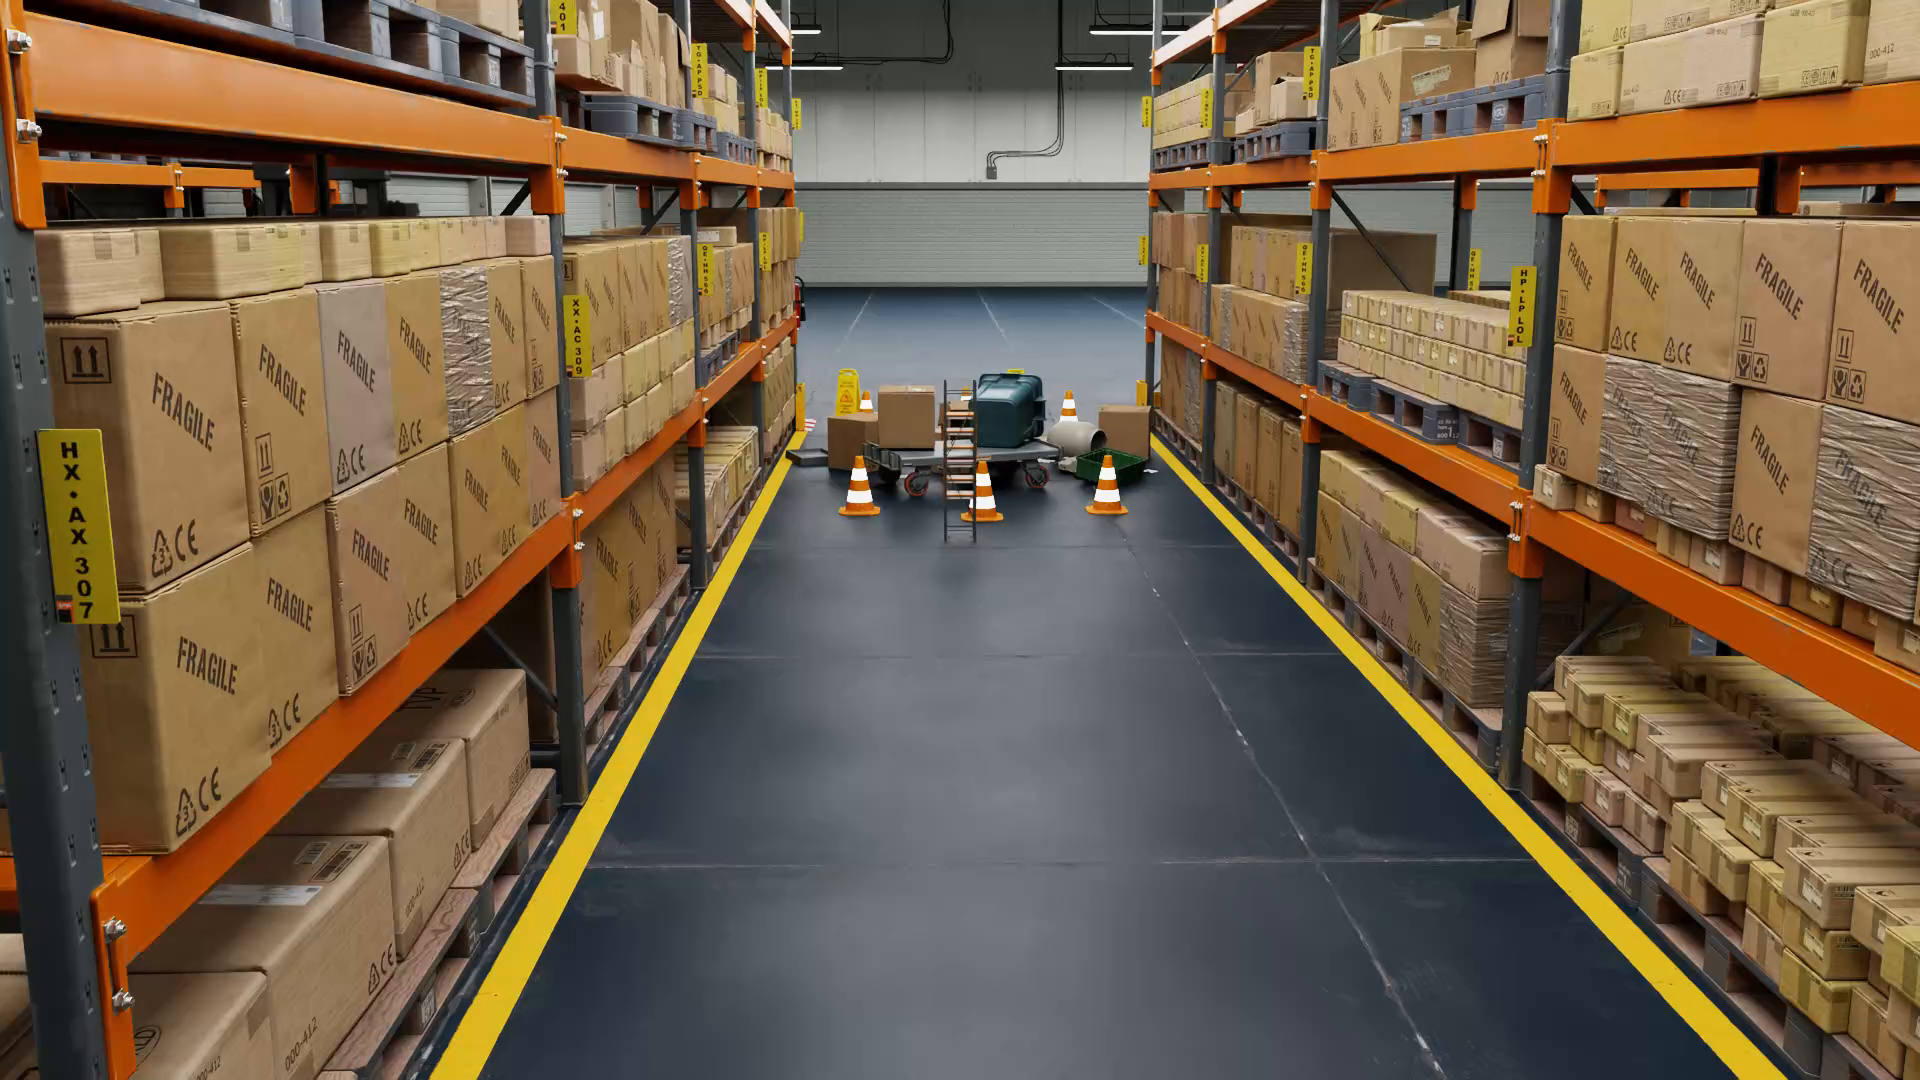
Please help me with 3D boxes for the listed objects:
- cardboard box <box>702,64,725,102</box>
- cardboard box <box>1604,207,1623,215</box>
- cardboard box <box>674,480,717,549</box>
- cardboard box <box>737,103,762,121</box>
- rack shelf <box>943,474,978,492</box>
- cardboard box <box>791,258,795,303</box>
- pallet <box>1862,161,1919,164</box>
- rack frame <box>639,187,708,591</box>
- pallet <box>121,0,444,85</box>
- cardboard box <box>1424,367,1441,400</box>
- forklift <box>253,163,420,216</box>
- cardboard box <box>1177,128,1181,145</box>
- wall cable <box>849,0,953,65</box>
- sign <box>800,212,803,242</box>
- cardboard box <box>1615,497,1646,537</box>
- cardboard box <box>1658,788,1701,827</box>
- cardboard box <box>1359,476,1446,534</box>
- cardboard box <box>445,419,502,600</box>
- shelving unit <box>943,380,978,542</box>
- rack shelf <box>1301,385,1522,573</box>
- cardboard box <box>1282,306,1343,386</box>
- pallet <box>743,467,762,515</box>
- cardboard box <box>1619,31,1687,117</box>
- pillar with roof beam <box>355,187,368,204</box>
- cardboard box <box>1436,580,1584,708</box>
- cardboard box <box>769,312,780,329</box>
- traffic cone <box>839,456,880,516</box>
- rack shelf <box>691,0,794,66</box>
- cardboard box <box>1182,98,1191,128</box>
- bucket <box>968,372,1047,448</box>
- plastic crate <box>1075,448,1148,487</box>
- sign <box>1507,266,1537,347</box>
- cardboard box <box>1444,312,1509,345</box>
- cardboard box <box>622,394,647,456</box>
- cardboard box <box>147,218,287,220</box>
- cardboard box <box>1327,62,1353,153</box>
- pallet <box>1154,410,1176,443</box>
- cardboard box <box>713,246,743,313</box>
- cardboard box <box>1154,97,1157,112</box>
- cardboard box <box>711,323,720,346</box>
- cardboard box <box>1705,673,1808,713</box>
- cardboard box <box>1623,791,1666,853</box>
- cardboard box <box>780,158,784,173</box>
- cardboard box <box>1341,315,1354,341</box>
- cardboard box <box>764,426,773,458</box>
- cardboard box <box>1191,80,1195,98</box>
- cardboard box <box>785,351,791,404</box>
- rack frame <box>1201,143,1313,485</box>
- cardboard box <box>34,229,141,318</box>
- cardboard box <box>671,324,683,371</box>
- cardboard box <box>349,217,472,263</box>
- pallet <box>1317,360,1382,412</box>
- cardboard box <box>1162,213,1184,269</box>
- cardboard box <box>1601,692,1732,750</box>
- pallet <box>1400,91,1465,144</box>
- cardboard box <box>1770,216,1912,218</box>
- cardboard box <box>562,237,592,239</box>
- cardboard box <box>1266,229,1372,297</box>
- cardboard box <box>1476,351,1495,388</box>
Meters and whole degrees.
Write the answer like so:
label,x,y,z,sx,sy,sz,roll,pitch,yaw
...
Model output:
label,x,y,z,sx,sy,sz,roll,pitch,yaw
cardboard box,-2.071,-3.472,12.647,0.500,0.250,0.500,0,11,0
cardboard box,7.311,-3.352,18.023,0.500,0.500,0.500,0,11,-1
cardboard box,-2.172,-0.177,11.440,0.950,0.372,0.625,-1,12,-5
cardboard box,-1.933,-3.743,14.549,0.380,0.149,0.250,0,11,-2
rack shelf,0.000,-0.430,12.487,0.258,0.103,0.180,0,11,-1
cardboard box,-2.049,-2.825,17.940,0.500,0.500,0.500,0,11,-2
pallet,7.585,-3.031,12.884,1.213,0.211,1.003,0,11,-1
rack frame,-2.171,-1.147,10.667,1.000,3.000,0.127,0,11,-1
pallet,-2.059,-1.374,4.464,1.003,0.211,1.213,0,11,-1
cardboard box,2.623,-0.812,8.591,0.380,0.149,0.250,0,11,1
forklift,-4.903,-1.655,13.346,1.130,2.935,3.031,-2,12,-10
cardboard box,2.334,-3.958,16.306,0.380,0.149,0.250,0,11,-1
wall cable,-1.745,-15.275,48.884,3.097,2.526,0.112,0,11,-1
sign,-1.781,-3.458,18.350,0.100,0.325,0.005,0,11,-1
cardboard box,2.675,-0.107,6.176,0.380,0.149,0.250,-1,11,-4
cardboard box,2.667,0.934,5.779,0.380,0.149,0.250,0,11,1
cardboard box,2.556,-0.198,9.336,0.500,0.250,0.500,0,11,-1
cardboard box,-1.782,-0.107,5.292,0.500,0.500,0.500,0,11,-2
shelving unit,0.000,-0.591,12.454,0.258,1.200,0.189,0,11,-1
rack shelf,2.818,-0.437,8.978,1.077,0.370,4.000,0,11,-1
cardboard box,2.498,-1.325,11.292,0.500,0.500,0.500,0,11,-1
pallet,-2.236,-0.420,14.100,1.003,0.211,1.213,0,11,-1
cardboard box,2.624,-1.596,5.714,0.500,0.250,0.500,0,11,-2
pillar with roof beam,-4.005,-6.724,23.070,9.100,9.000,0.400,0,11,-1
cardboard box,2.592,0.481,7.874,0.500,0.500,0.500,0,11,-2
cardboard box,-1.956,-2.137,16.180,0.380,0.149,0.250,0,11,-1
traffic cone,-0.828,-0.458,13.652,0.336,0.463,0.334,0,11,-1
rack shelf,-2.295,-4.925,16.021,1.077,0.370,4.000,0,11,-1
cardboard box,2.408,-4.076,15.883,0.500,0.250,0.500,0,11,-2
bucket,0.386,-1.140,15.046,0.726,0.611,0.620,4,22,18
plastic crate,1.380,-0.661,15.203,0.450,0.188,0.662,17,18,26
sign,2.304,-0.956,6.817,0.100,0.325,0.005,0,11,-1
cardboard box,2.638,-1.051,8.275,0.380,0.149,0.250,-1,11,-3
cardboard box,-1.840,-0.571,8.208,0.500,0.250,0.500,0,11,-2
cardboard box,-2.352,-0.941,5.253,0.380,0.149,0.250,-1,11,-3
cardboard box,2.522,-2.592,9.993,0.500,0.500,0.500,0,11,-1
pallet,2.706,-1.252,18.200,1.003,0.211,1.213,0,11,-1
cardboard box,-1.998,-2.050,13.065,0.500,0.500,0.500,0,11,1
cardboard box,2.300,-4.702,17.967,0.380,0.149,0.250,0,11,-1
cardboard box,-1.908,-1.460,11.789,0.380,0.149,0.250,0,11,-1
cardboard box,3.172,0.628,6.536,0.380,0.149,0.250,0,11,0
cardboard box,2.663,1.025,6.074,0.380,0.149,0.250,0,11,-2
cardboard box,-2.040,-3.912,17.384,0.380,0.149,0.250,0,11,1
cardboard box,2.586,-1.319,10.342,0.380,0.149,0.250,0,11,1
cardboard box,-1.995,-0.918,15.401,0.500,0.250,0.500,-1,11,-4
cardboard box,2.353,-4.196,15.472,0.380,0.149,0.250,0,11,0
cardboard box,-2.044,-1.701,17.371,0.500,0.500,0.500,0,11,1
rack frame,2.694,-1.982,14.785,1.000,3.000,0.127,0,11,-1
cardboard box,-1.736,-0.485,3.008,0.380,0.149,0.250,0,11,0
cardboard box,-1.892,-1.121,9.660,0.500,0.250,0.500,-1,11,-3
cardboard box,-1.848,-0.996,5.526,0.380,0.149,0.250,0,11,-2
pallet,2.898,-0.952,10.189,1.213,0.211,1.003,0,11,-1
cardboard box,2.559,-3.085,17.129,0.875,0.550,0.550,0,11,-1
cardboard box,2.660,0.682,6.270,0.380,0.149,0.250,0,11,-2
pallet,2.928,-2.099,8.290,1.213,0.211,1.003,0,11,-1
cardboard box,3.155,-0.882,5.846,0.500,0.500,0.500,-1,11,-3
cardboard box,-2.385,-1.488,9.583,0.500,0.500,0.500,0,11,-1
cardboard box,2.742,-2.119,12.696,0.700,0.500,0.500,0,11,-2
cardboard box,2.644,-0.800,7.787,0.380,0.149,0.250,0,11,1
